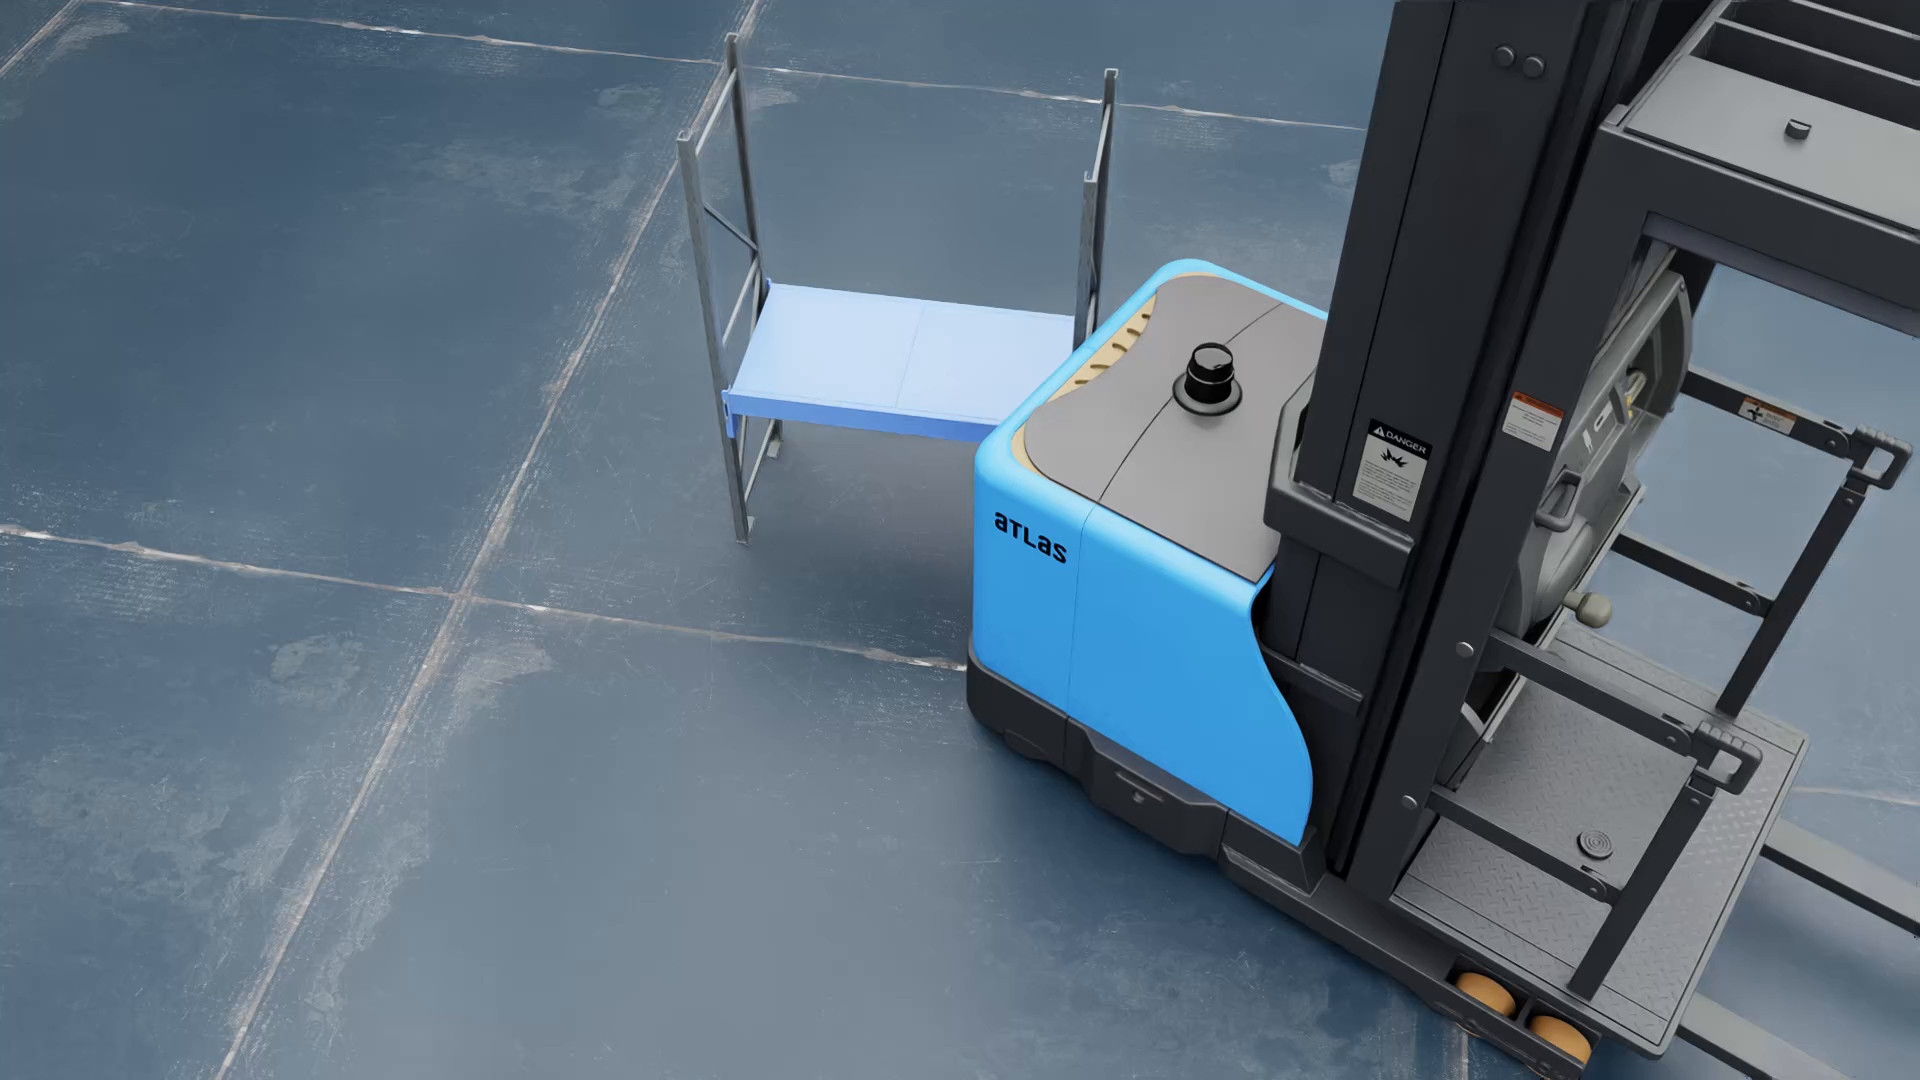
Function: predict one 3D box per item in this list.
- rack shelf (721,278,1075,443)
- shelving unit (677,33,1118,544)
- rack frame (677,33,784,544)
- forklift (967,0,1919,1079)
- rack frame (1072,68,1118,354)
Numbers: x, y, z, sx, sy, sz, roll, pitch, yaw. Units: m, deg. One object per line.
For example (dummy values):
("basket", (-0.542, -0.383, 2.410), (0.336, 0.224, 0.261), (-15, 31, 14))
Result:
("rack shelf", (-0.146, -0.489, 4.923), (1.000, 0.185, 0.538), (7, 48, 6))
("shelving unit", (-0.146, -0.609, 4.789), (1.048, 1.500, 0.538), (7, 48, 6))
("rack frame", (-0.647, -0.673, 4.846), (0.032, 1.500, 0.500), (7, 48, 6))
("forklift", (1.509, -0.114, 3.382), (3.031, 2.935, 1.130), (29, 54, 23))
("rack frame", (0.355, -0.546, 4.732), (0.032, 1.500, 0.500), (7, 48, 6))
